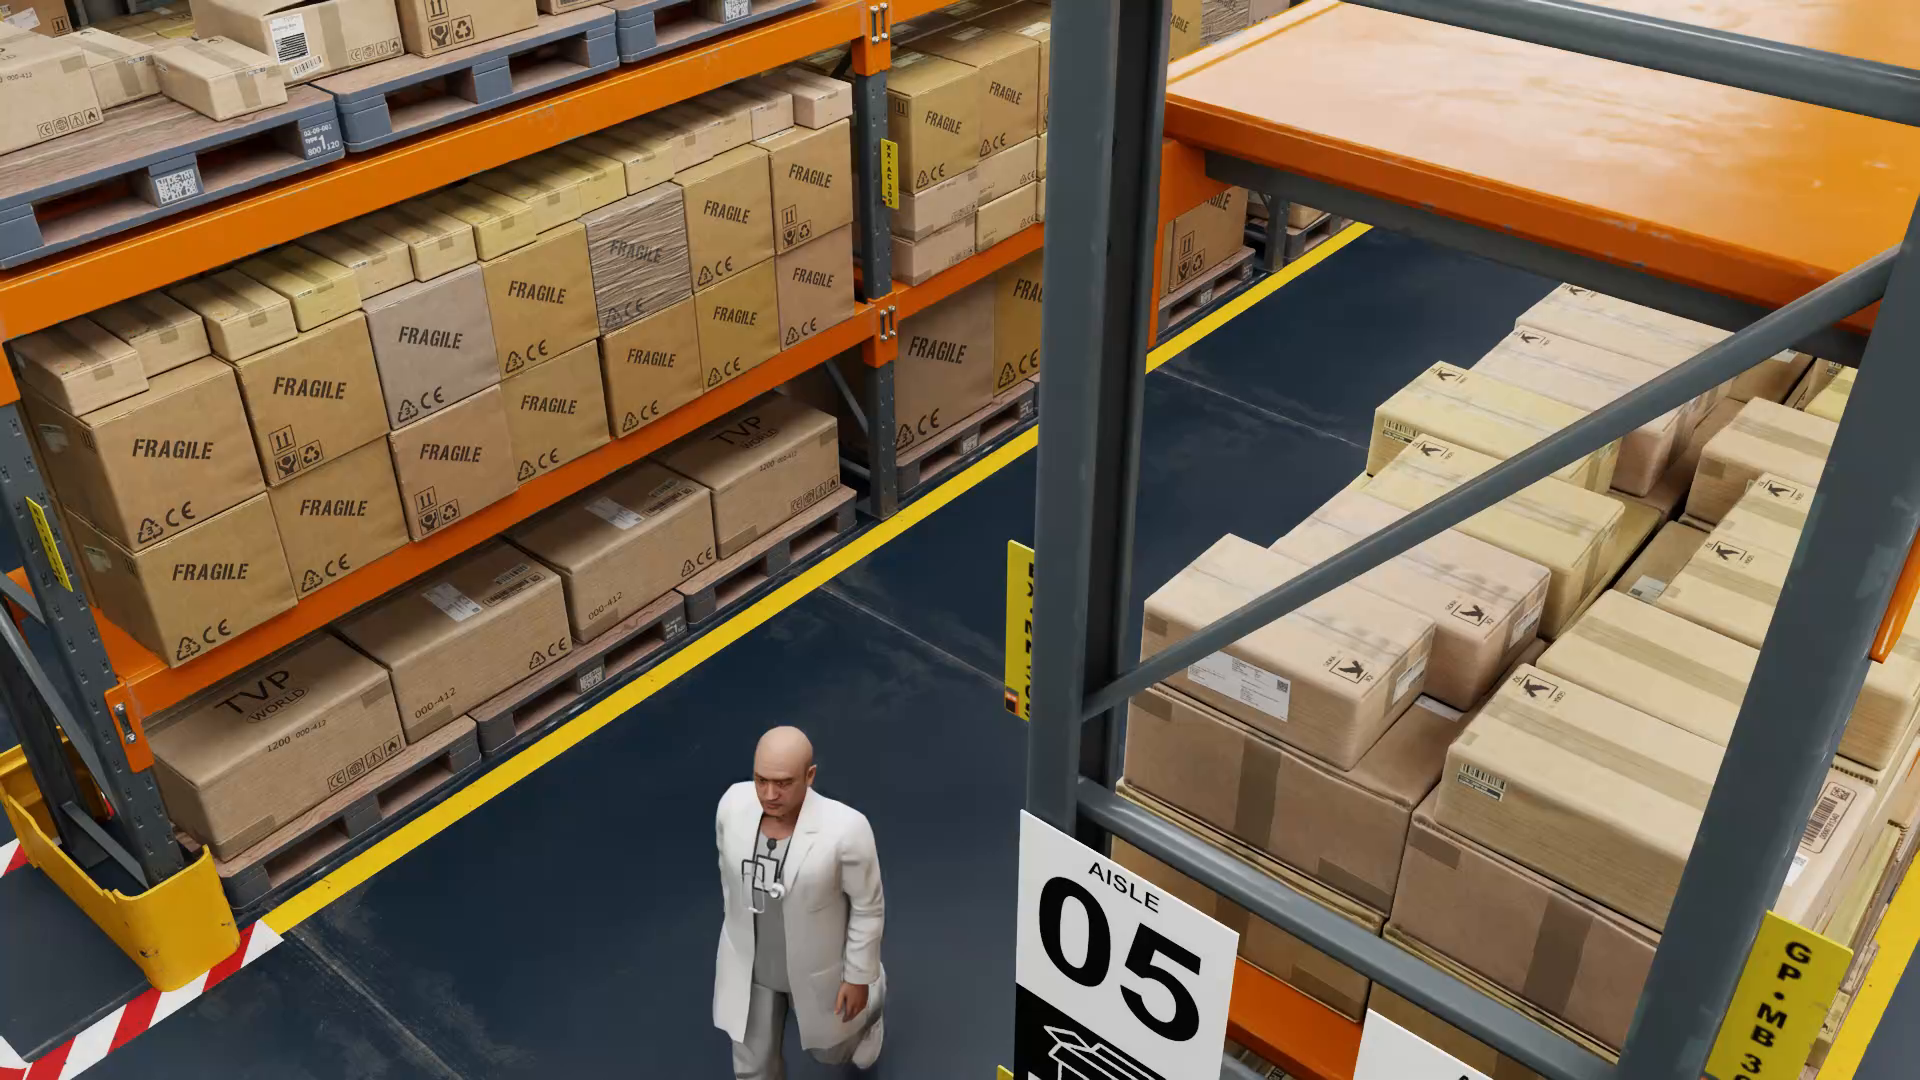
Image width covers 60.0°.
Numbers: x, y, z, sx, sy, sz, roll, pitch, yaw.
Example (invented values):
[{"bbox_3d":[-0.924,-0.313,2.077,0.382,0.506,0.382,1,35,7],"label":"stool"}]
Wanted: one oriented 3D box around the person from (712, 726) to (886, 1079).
[{"bbox_3d":[-0.507,1.295,5.356,0.582,1.743,0.918,10,36,14],"label":"person"}]
